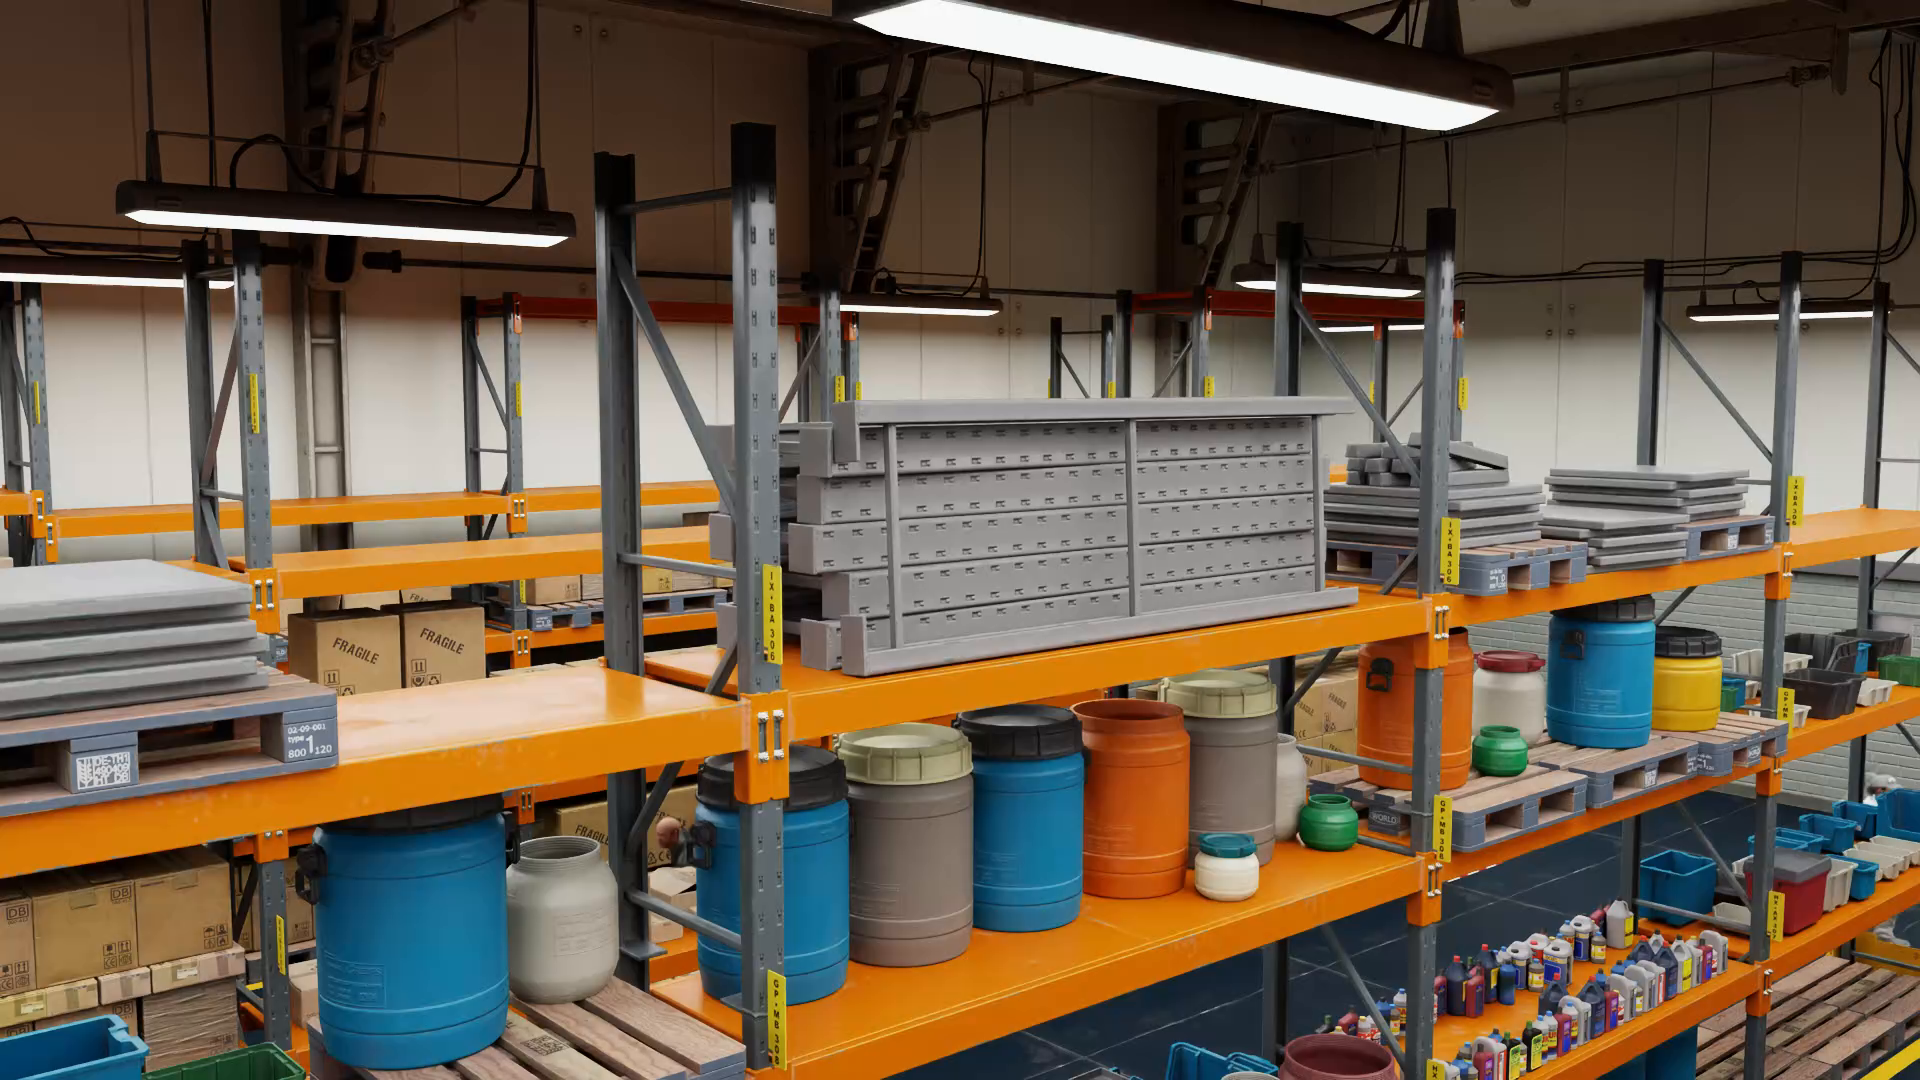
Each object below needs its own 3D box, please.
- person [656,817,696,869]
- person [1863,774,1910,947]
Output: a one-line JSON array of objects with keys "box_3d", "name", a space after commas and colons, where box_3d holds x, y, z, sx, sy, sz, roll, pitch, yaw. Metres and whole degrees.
[{"box_3d": [-2.128, 3.050, 14.044, 1.095, 1.540, 0.673, -3, 6, -27], "name": "person"}, {"box_3d": [8.330, 2.920, 15.335, 0.625, 1.609, 0.760, -4, 7, -36], "name": "person"}]
